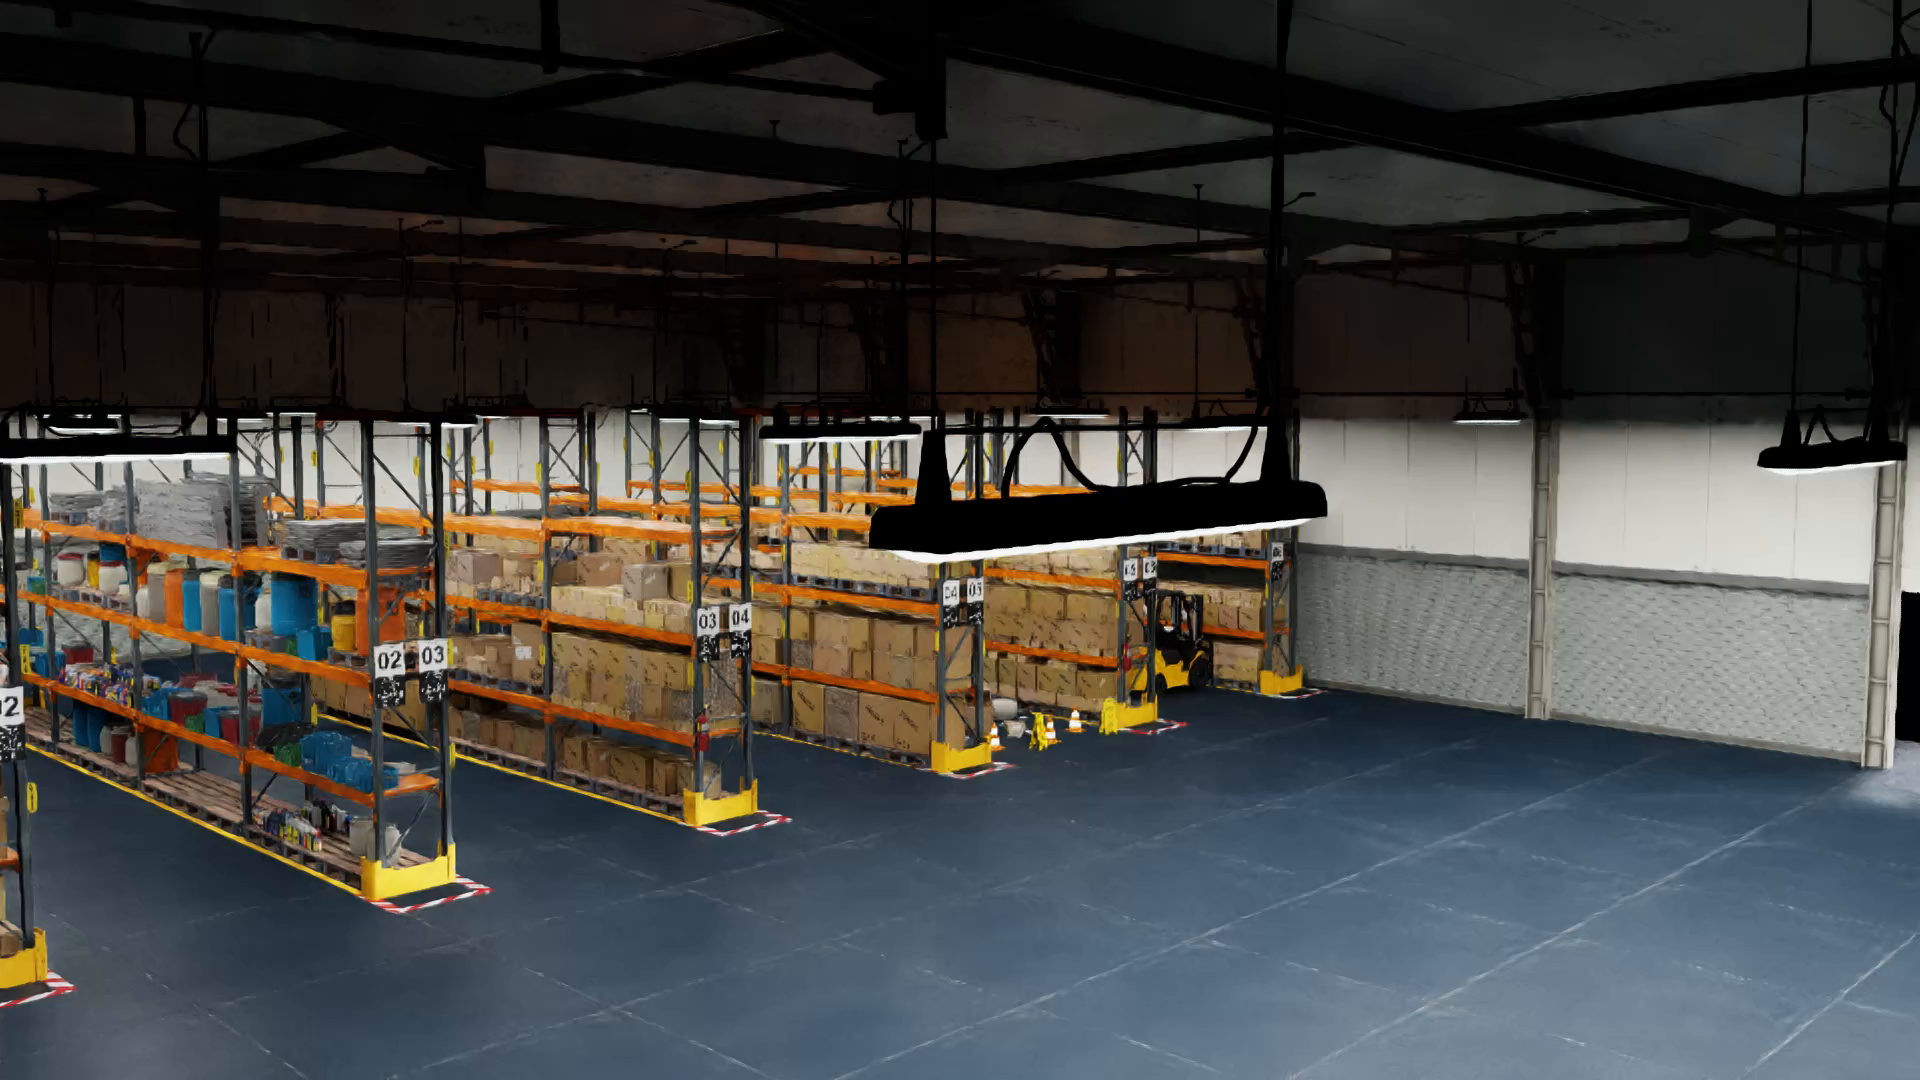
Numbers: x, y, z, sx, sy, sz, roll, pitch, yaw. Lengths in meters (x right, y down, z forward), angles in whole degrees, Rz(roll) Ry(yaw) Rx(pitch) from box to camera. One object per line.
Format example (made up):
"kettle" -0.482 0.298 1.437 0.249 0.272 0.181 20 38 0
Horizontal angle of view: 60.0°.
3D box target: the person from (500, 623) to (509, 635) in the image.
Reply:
"person" -11.069 1.833 41.003 0.760 1.764 0.533 1 5 16

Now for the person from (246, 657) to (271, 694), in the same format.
"person" -13.917 2.629 32.843 0.572 1.610 0.626 5 7 42

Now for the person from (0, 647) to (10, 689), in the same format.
"person" -17.522 2.790 30.428 0.568 1.656 0.592 -3 6 -33
